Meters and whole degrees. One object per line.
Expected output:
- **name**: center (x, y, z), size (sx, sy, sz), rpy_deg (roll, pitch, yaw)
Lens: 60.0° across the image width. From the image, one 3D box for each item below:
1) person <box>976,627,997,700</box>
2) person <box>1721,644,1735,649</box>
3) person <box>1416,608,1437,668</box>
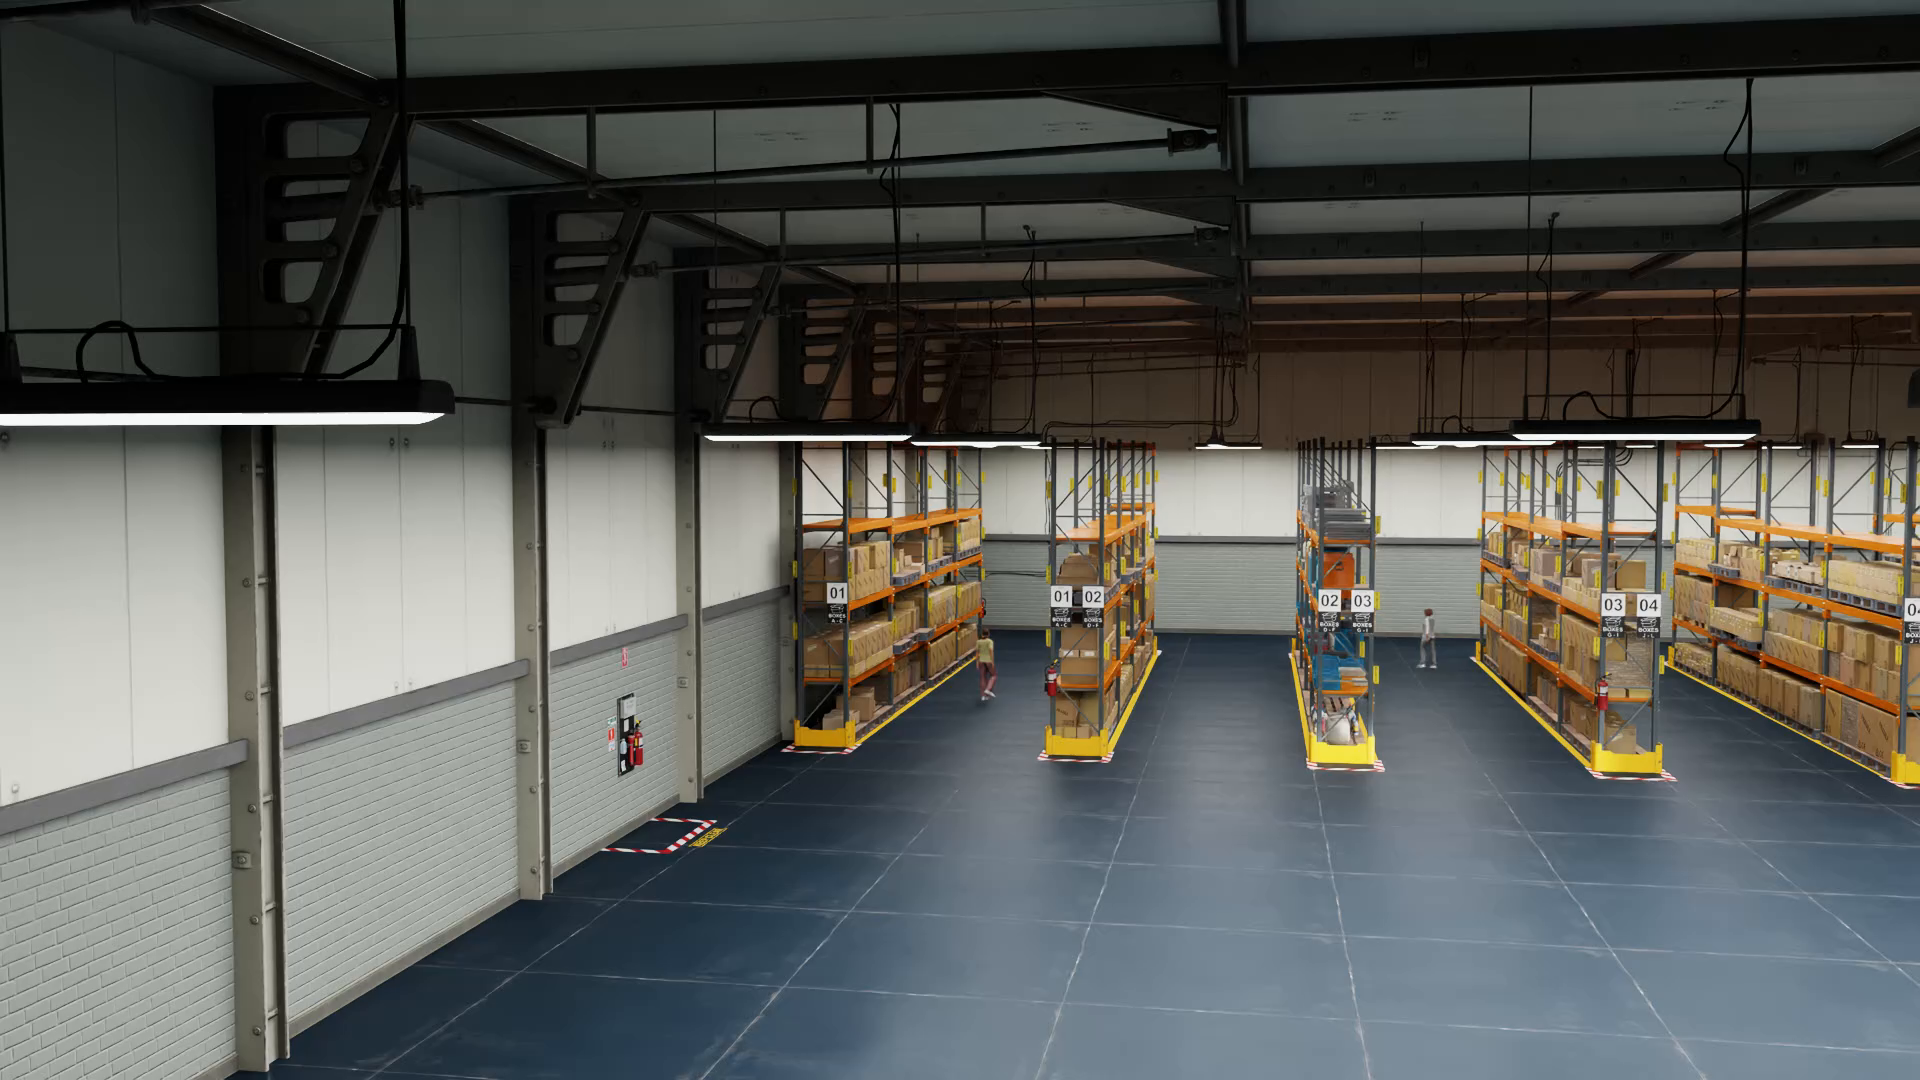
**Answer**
- **person**: center (0.597, 2.852, 38.374), size (0.492, 1.659, 0.457), rpy_deg (1, 3, 23)
- **person**: center (21.146, 2.406, 45.675), size (0.705, 1.780, 0.584), rpy_deg (2, 4, 34)
- **person**: center (12.441, 2.612, 44.059), size (0.410, 1.610, 0.660), rpy_deg (-1, 3, -19)
